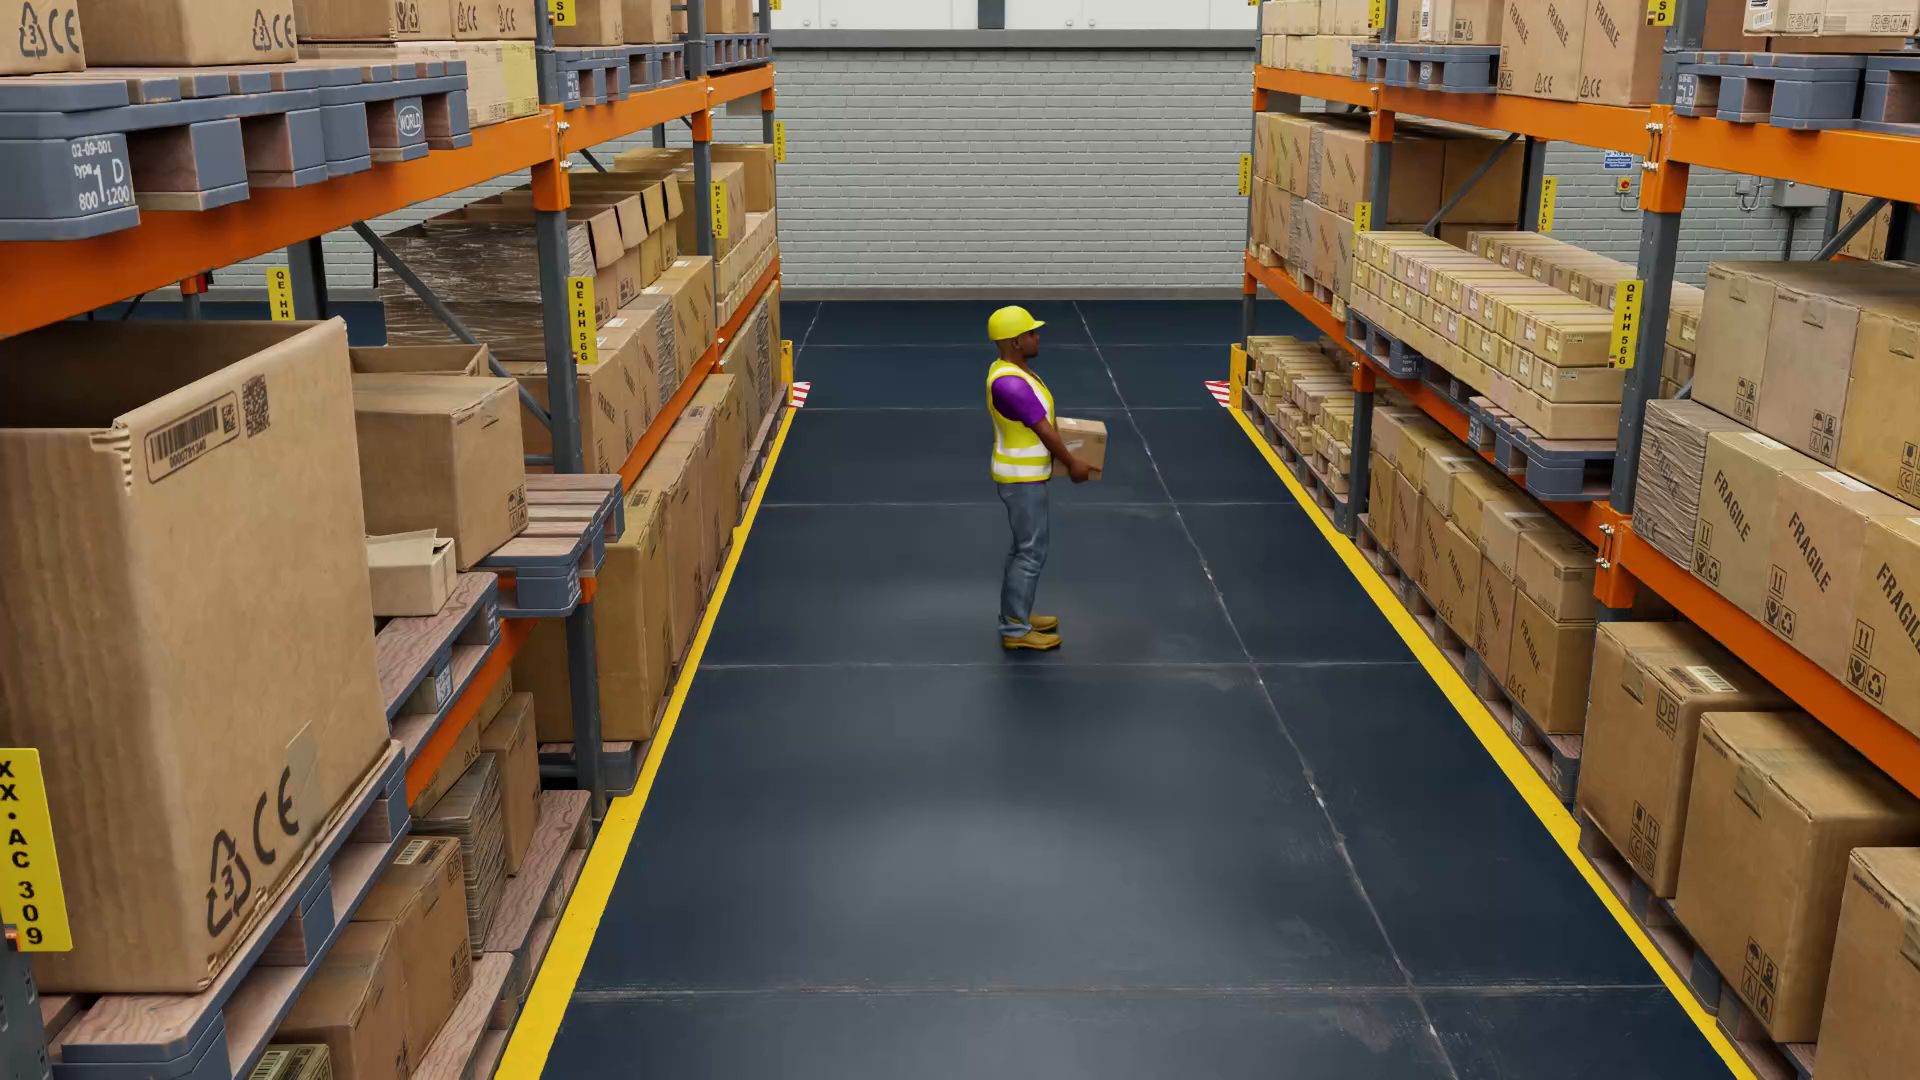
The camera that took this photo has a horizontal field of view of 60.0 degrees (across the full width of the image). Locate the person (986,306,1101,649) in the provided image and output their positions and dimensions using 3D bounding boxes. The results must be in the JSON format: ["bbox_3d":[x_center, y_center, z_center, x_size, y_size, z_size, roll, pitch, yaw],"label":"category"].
[{"bbox_3d":[0.423,-0.327,8.584,0.587,1.761,0.502,0,17,0],"label":"person"}]
